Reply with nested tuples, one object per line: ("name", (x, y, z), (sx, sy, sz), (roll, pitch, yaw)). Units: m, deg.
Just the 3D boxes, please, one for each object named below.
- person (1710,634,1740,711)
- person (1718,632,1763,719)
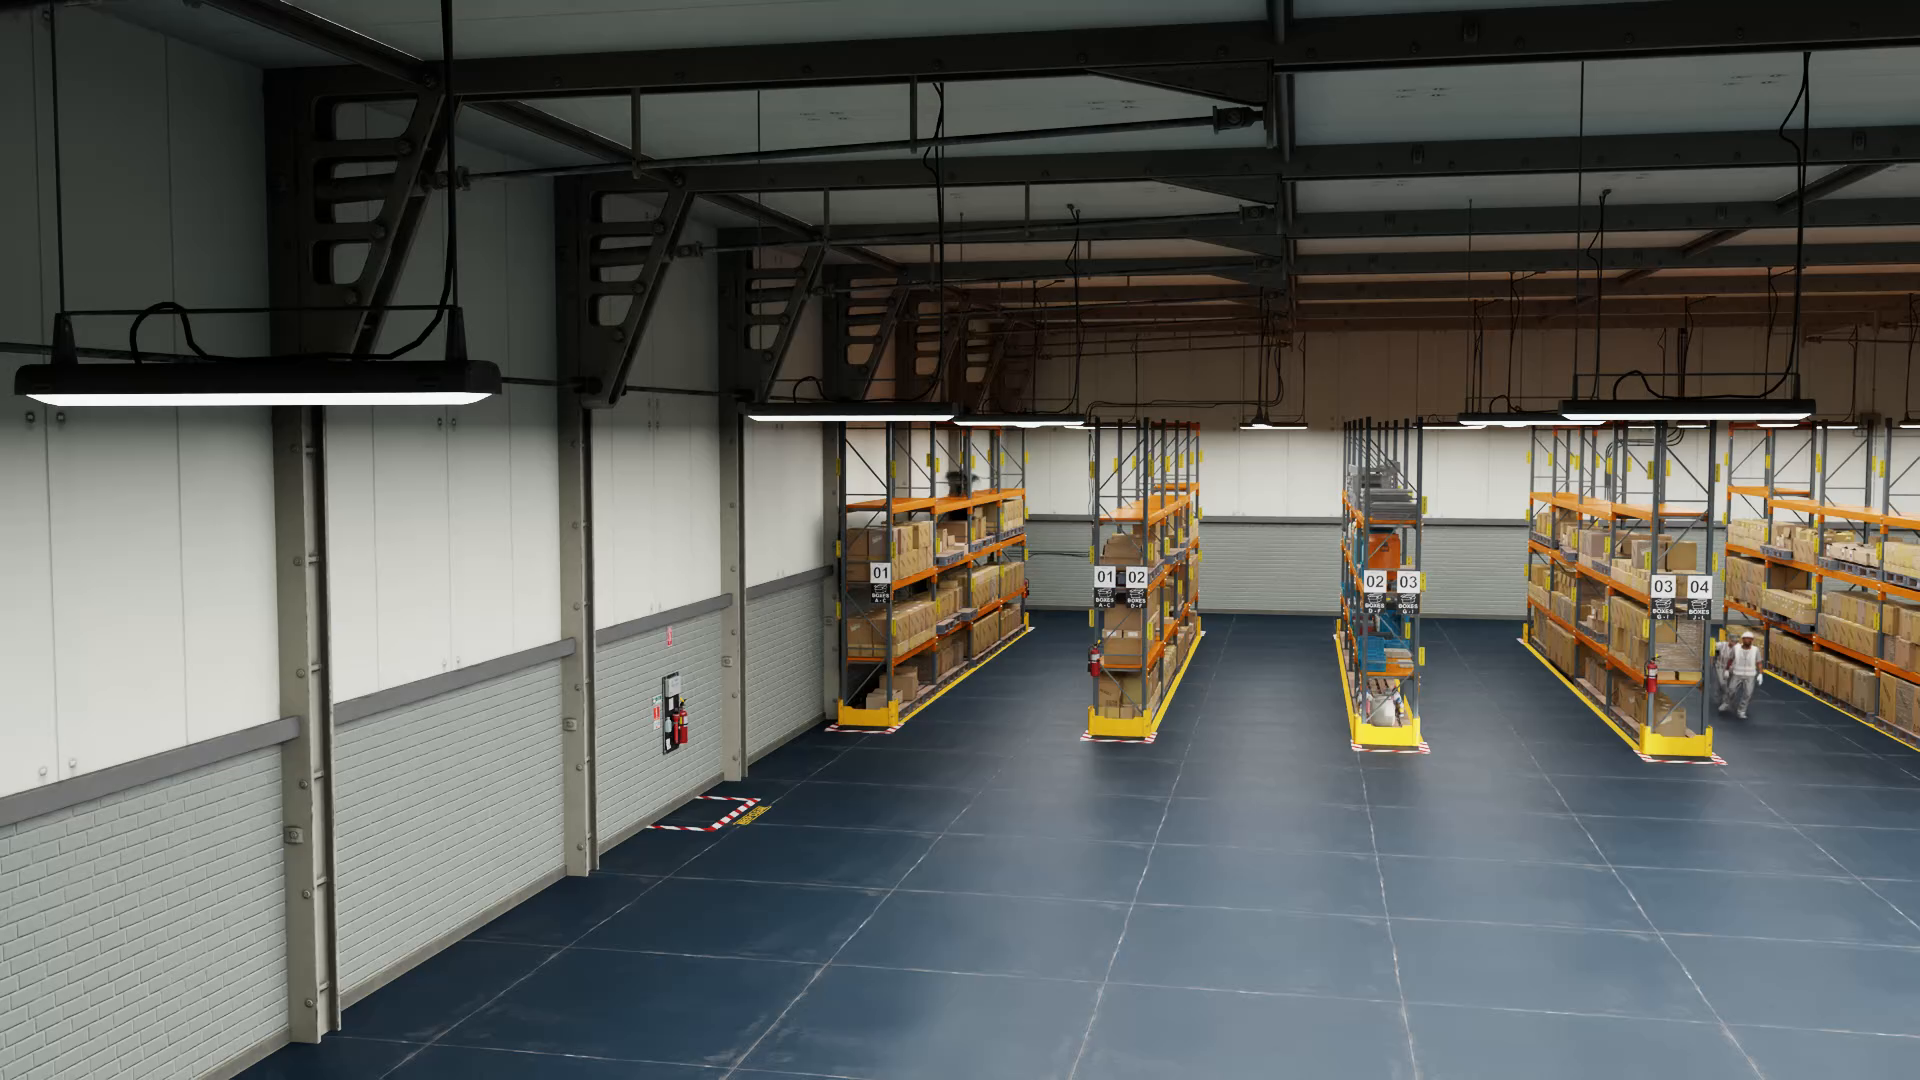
("person", (15.887, 2.684, 34.457), (0.672, 1.589, 1.092), (1, 4, 11))
("person", (15.619, 2.687, 33.265), (0.777, 1.744, 0.574), (2, 4, 22))
